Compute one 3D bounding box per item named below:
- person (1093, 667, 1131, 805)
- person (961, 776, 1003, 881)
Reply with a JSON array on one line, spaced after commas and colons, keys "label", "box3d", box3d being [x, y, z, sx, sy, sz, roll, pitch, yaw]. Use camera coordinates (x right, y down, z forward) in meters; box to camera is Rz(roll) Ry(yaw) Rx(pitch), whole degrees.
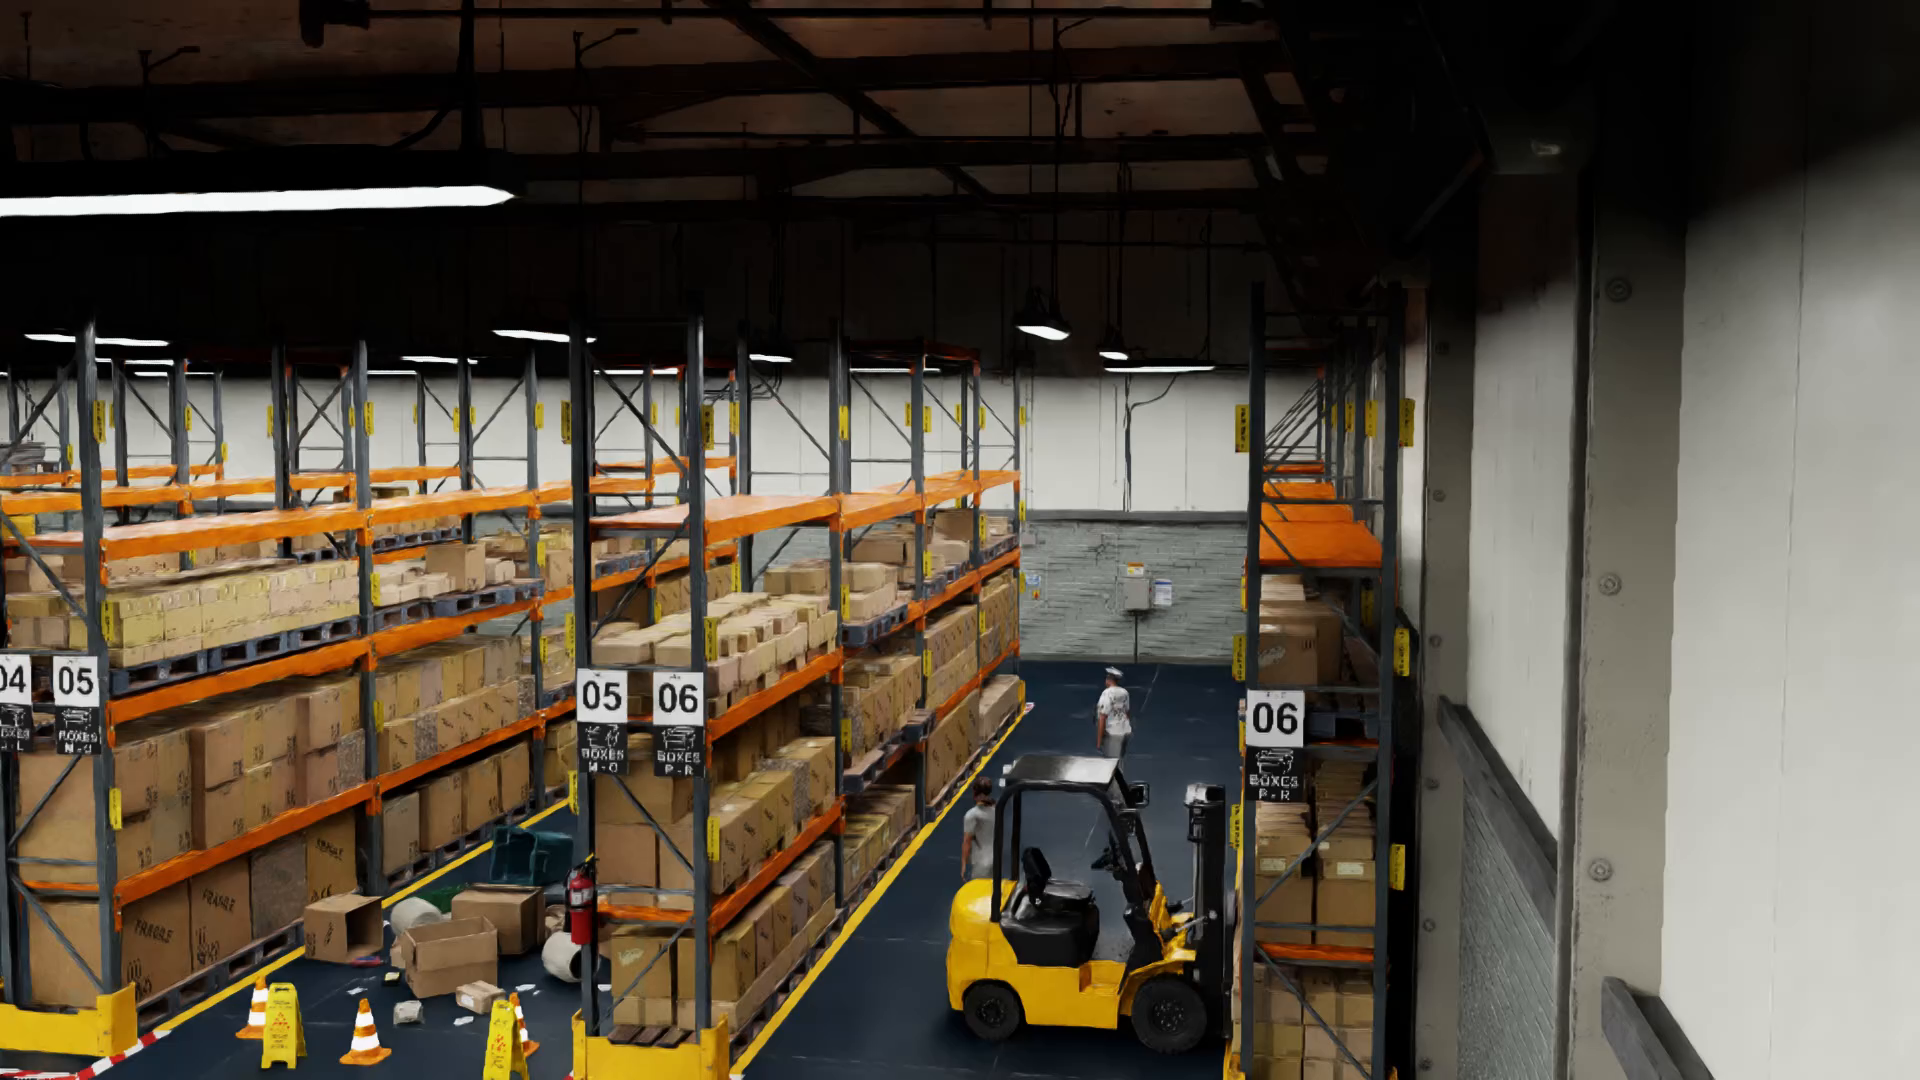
[{"label": "person", "box3d": [1.966, 2.536, 21.667, 0.589, 1.744, 0.669, 3, 6, 36]}, {"label": "person", "box3d": [0.189, 3.050, 15.738, 0.569, 1.668, 0.563, 4, 6, 41]}]
